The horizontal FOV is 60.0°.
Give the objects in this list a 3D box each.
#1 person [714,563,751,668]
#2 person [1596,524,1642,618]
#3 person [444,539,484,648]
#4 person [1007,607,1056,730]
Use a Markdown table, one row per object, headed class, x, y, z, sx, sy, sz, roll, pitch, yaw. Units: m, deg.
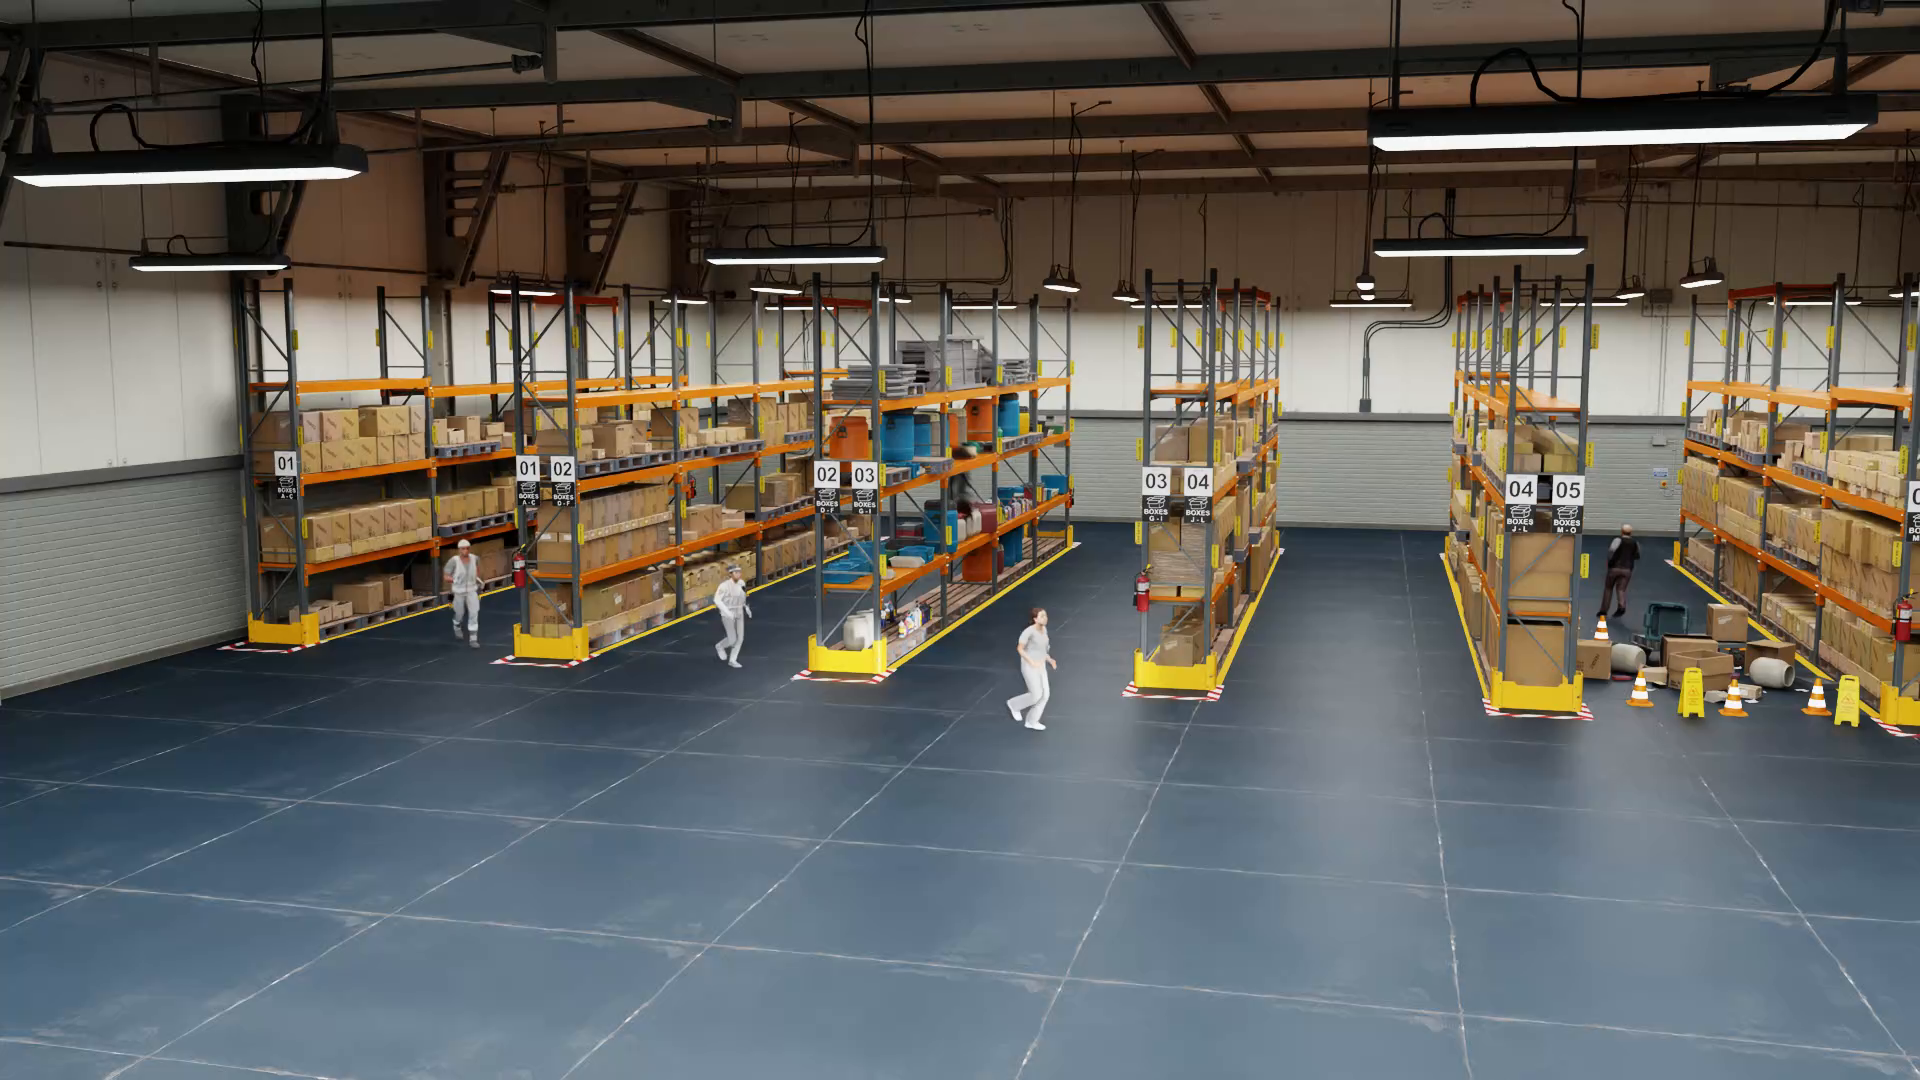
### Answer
| class | x | y | z | sx | sy | sz | roll | pitch | yaw |
| --- | --- | --- | --- | --- | --- | --- | --- | --- | --- |
| person | -3.541 | 1.144 | 25.606 | 0.615 | 1.624 | 0.588 | -6 | 9 | -40 |
| person | 11.954 | 0.578 | 29.955 | 0.663 | 1.715 | 0.912 | 0 | 7 | 3 |
| person | -8.117 | 0.847 | 27.217 | 0.641 | 1.756 | 1.048 | -3 | 8 | -27 |
| person | 0.899 | 1.644 | 21.518 | 0.612 | 1.605 | 0.564 | 6 | 9 | 41 |
